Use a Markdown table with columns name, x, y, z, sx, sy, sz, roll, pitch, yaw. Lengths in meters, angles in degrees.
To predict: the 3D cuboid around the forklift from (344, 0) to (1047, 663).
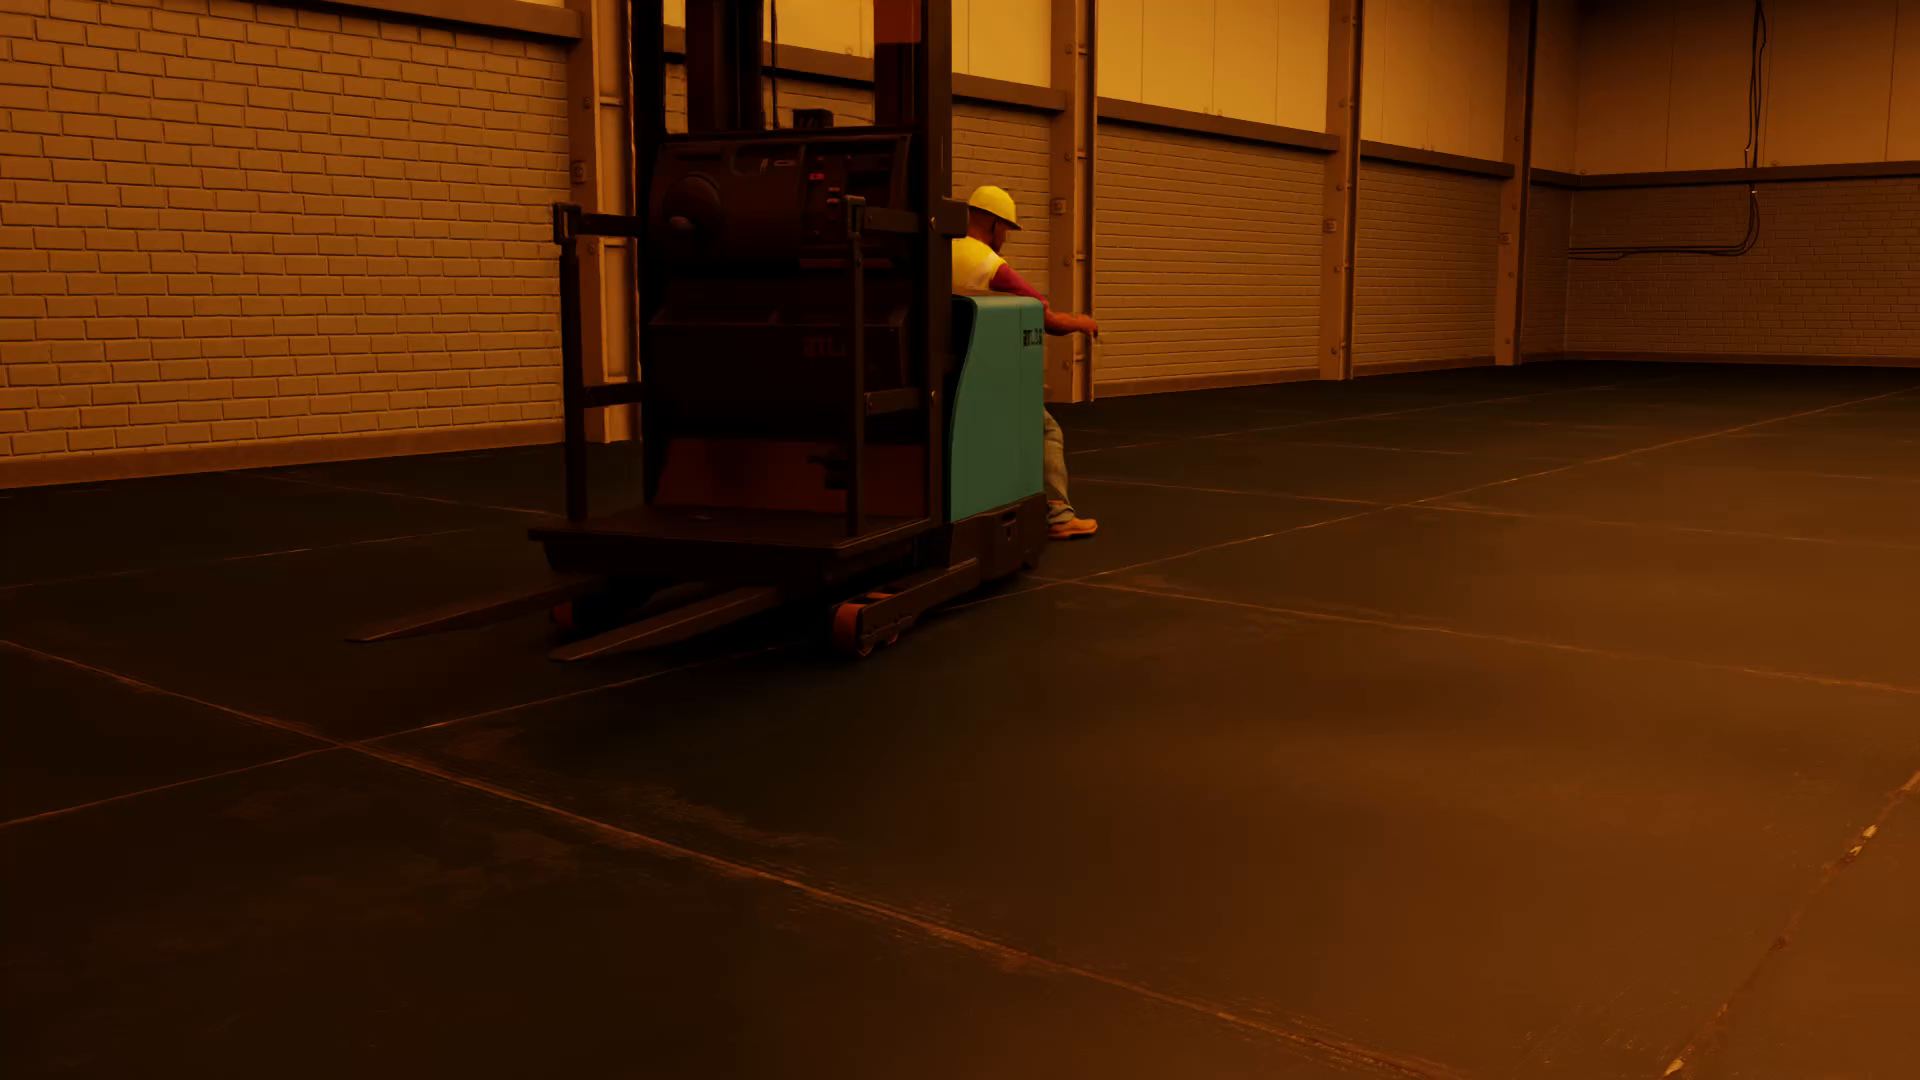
| name | x | y | z | sx | sy | sz | roll | pitch | yaw |
| --- | --- | --- | --- | --- | --- | --- | --- | --- | --- |
| forklift | -0.674 | -1.167 | 5.255 | 1.130 | 2.935 | 3.031 | 3 | 9 | 22 |

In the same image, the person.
| name | x | y | z | sx | sy | sz | roll | pitch | yaw |
| --- | --- | --- | --- | --- | --- | --- | --- | --- | --- |
| person | 0.150 | -0.821 | 7.641 | 1.000 | 1.564 | 0.782 | 8 | 12 | 44 |
